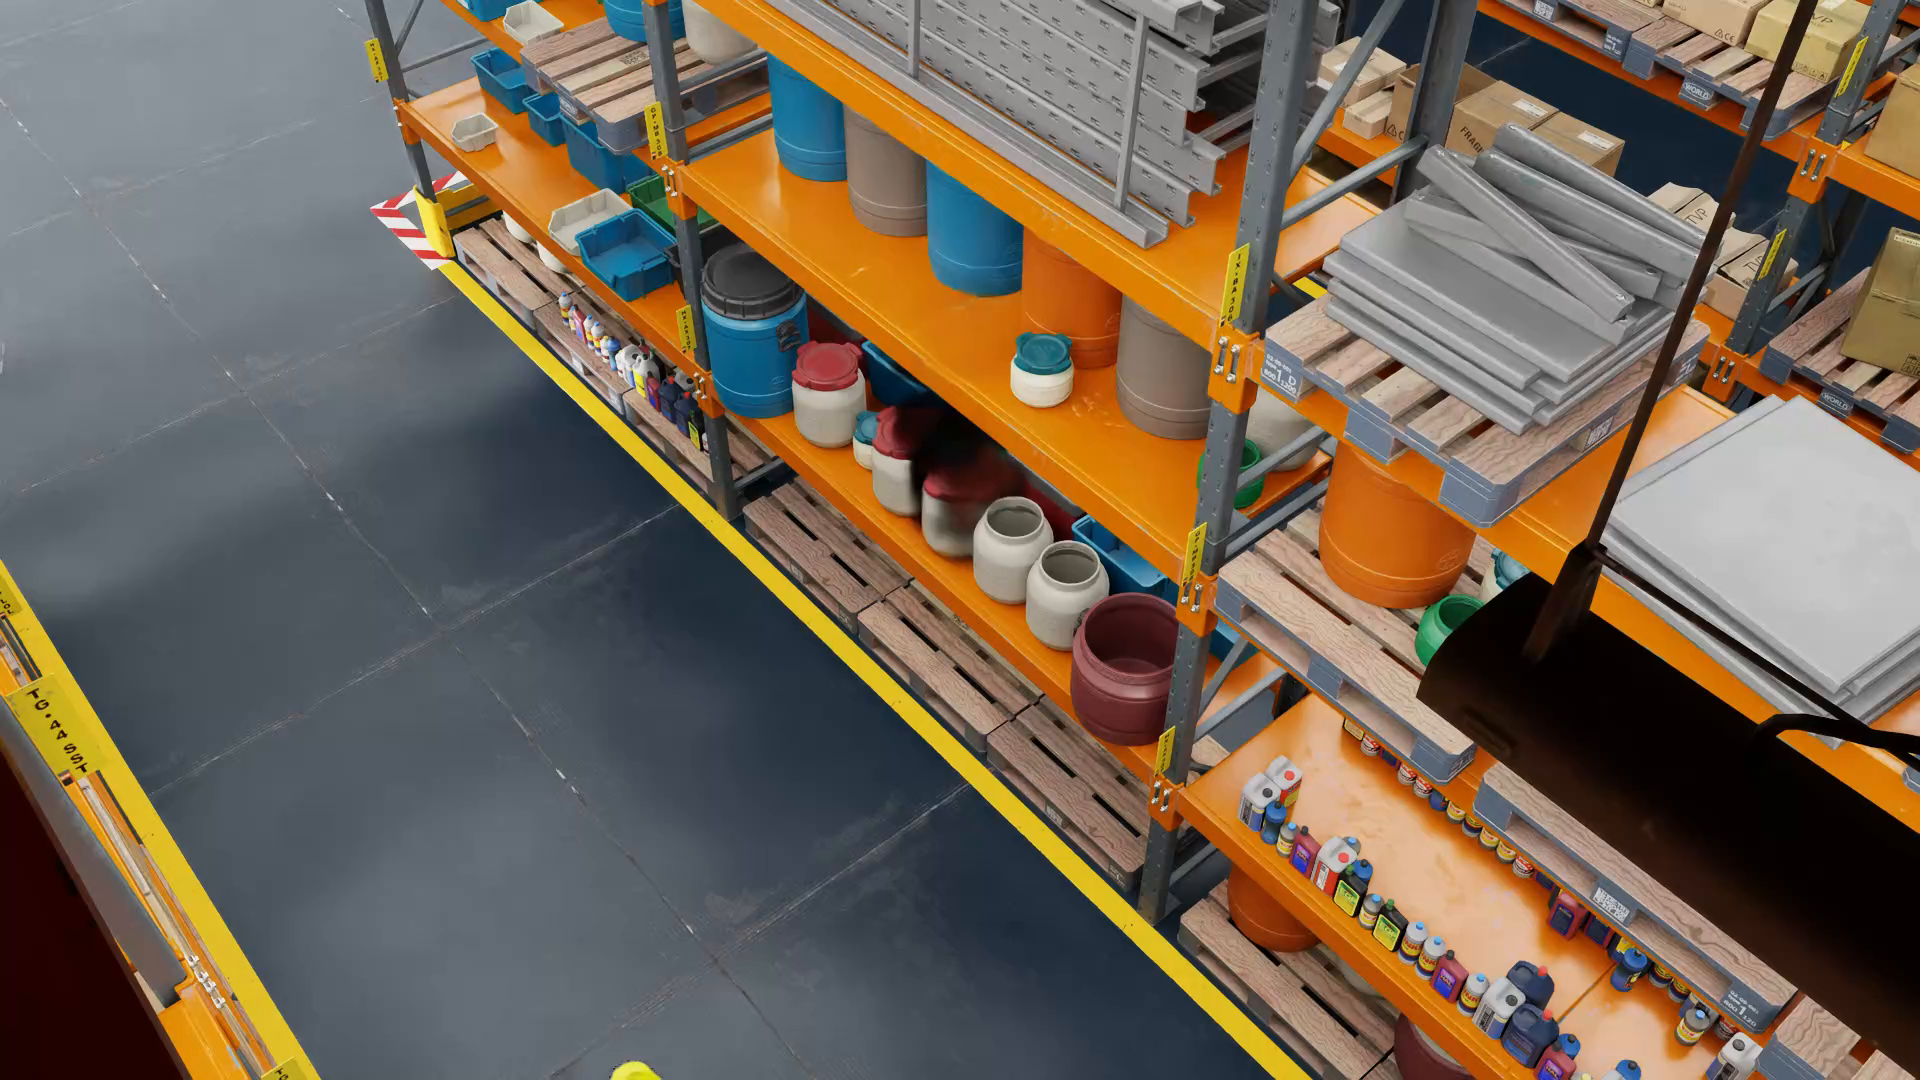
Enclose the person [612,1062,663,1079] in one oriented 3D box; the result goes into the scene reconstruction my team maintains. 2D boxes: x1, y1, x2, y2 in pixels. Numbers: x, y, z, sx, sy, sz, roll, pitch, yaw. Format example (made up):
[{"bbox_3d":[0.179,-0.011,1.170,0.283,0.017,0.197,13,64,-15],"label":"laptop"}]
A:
[{"bbox_3d":[-1.254,2.625,6.910,0.698,1.729,0.538,-32,54,-27],"label":"person"}]
